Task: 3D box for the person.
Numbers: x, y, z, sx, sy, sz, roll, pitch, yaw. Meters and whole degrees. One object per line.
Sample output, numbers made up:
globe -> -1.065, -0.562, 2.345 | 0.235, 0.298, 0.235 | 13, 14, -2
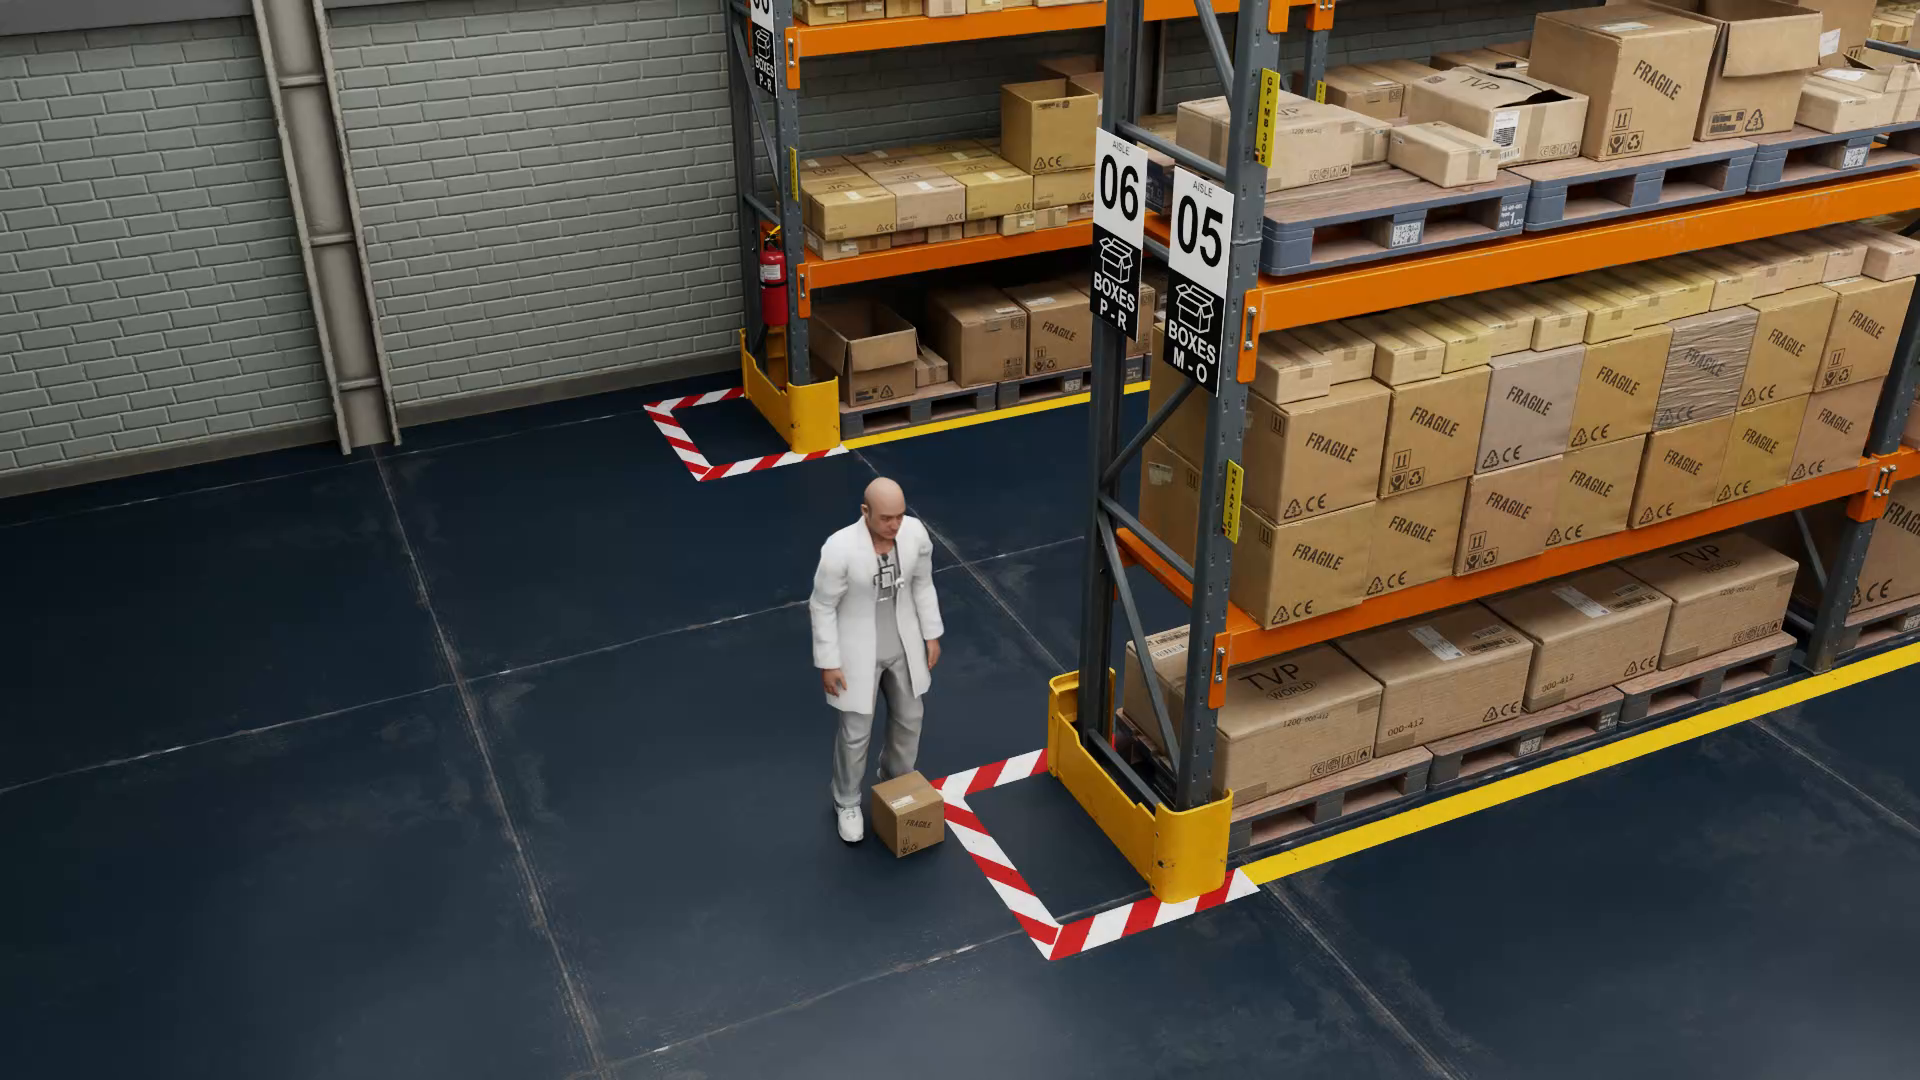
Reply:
person -> -0.368, 0.504, 7.565 | 0.643, 1.774, 0.419 | -15, 32, -25
